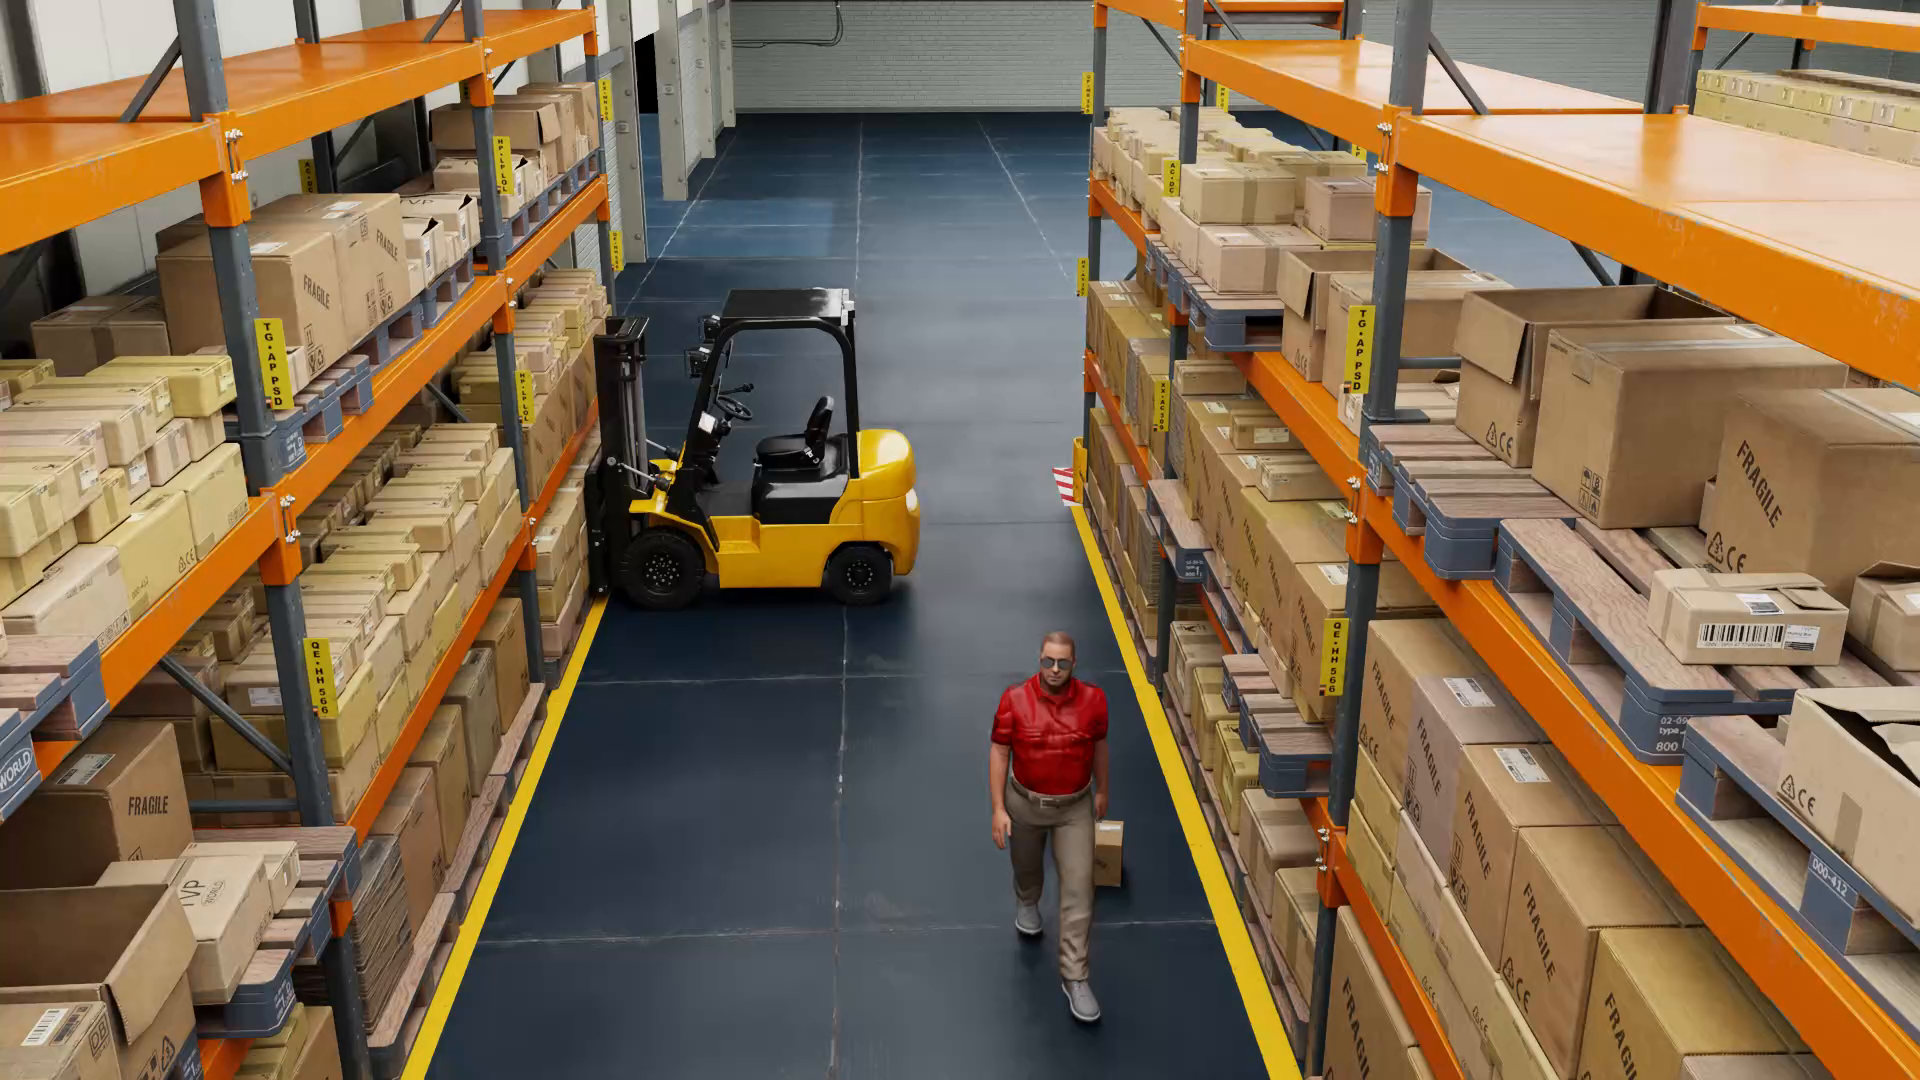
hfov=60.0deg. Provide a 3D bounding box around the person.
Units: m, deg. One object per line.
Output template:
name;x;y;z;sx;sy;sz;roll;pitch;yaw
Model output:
person;0.418;1.244;7.698;0.574;1.660;1.022;1;20;2
